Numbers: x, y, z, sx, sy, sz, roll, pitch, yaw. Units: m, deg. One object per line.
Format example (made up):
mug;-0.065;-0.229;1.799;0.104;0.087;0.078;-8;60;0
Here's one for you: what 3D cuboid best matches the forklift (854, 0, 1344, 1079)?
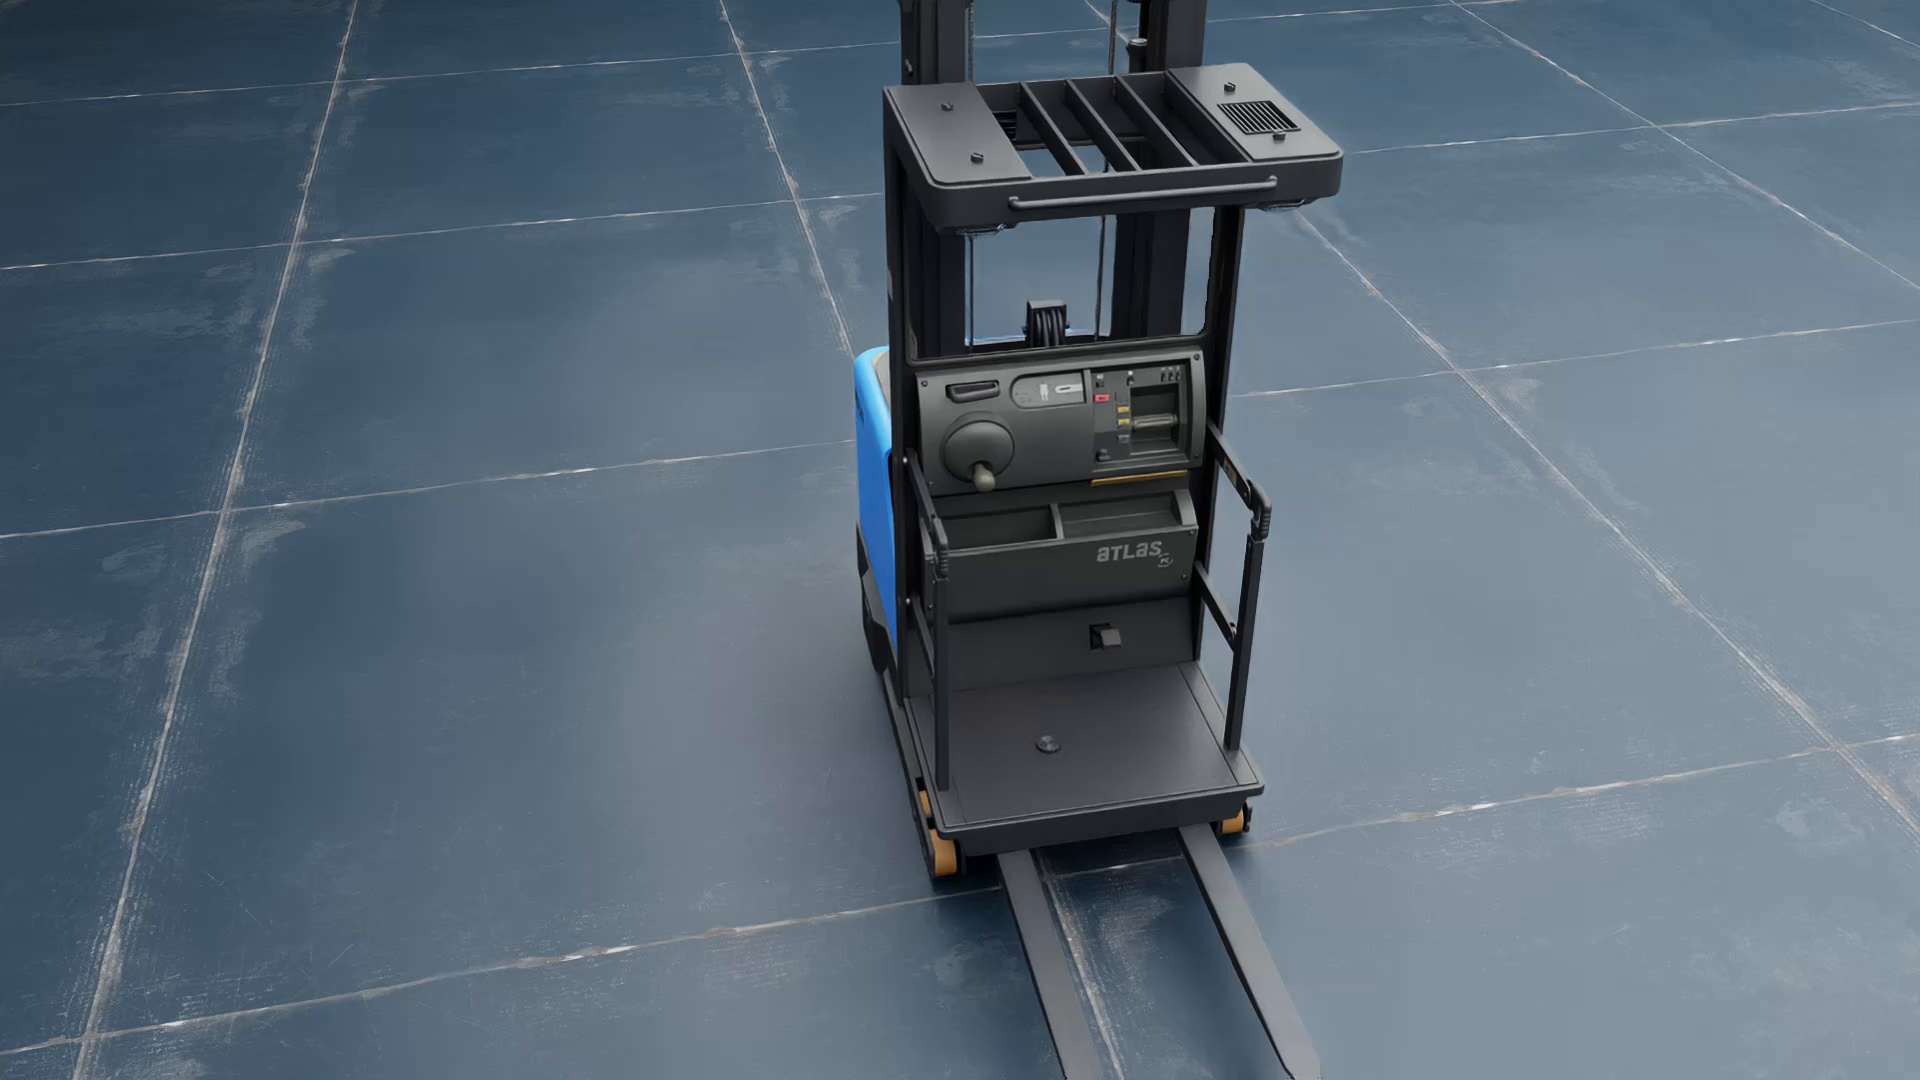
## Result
forklift;0.372;-0.318;5.094;1.130;2.935;3.031;-6;34;-10
